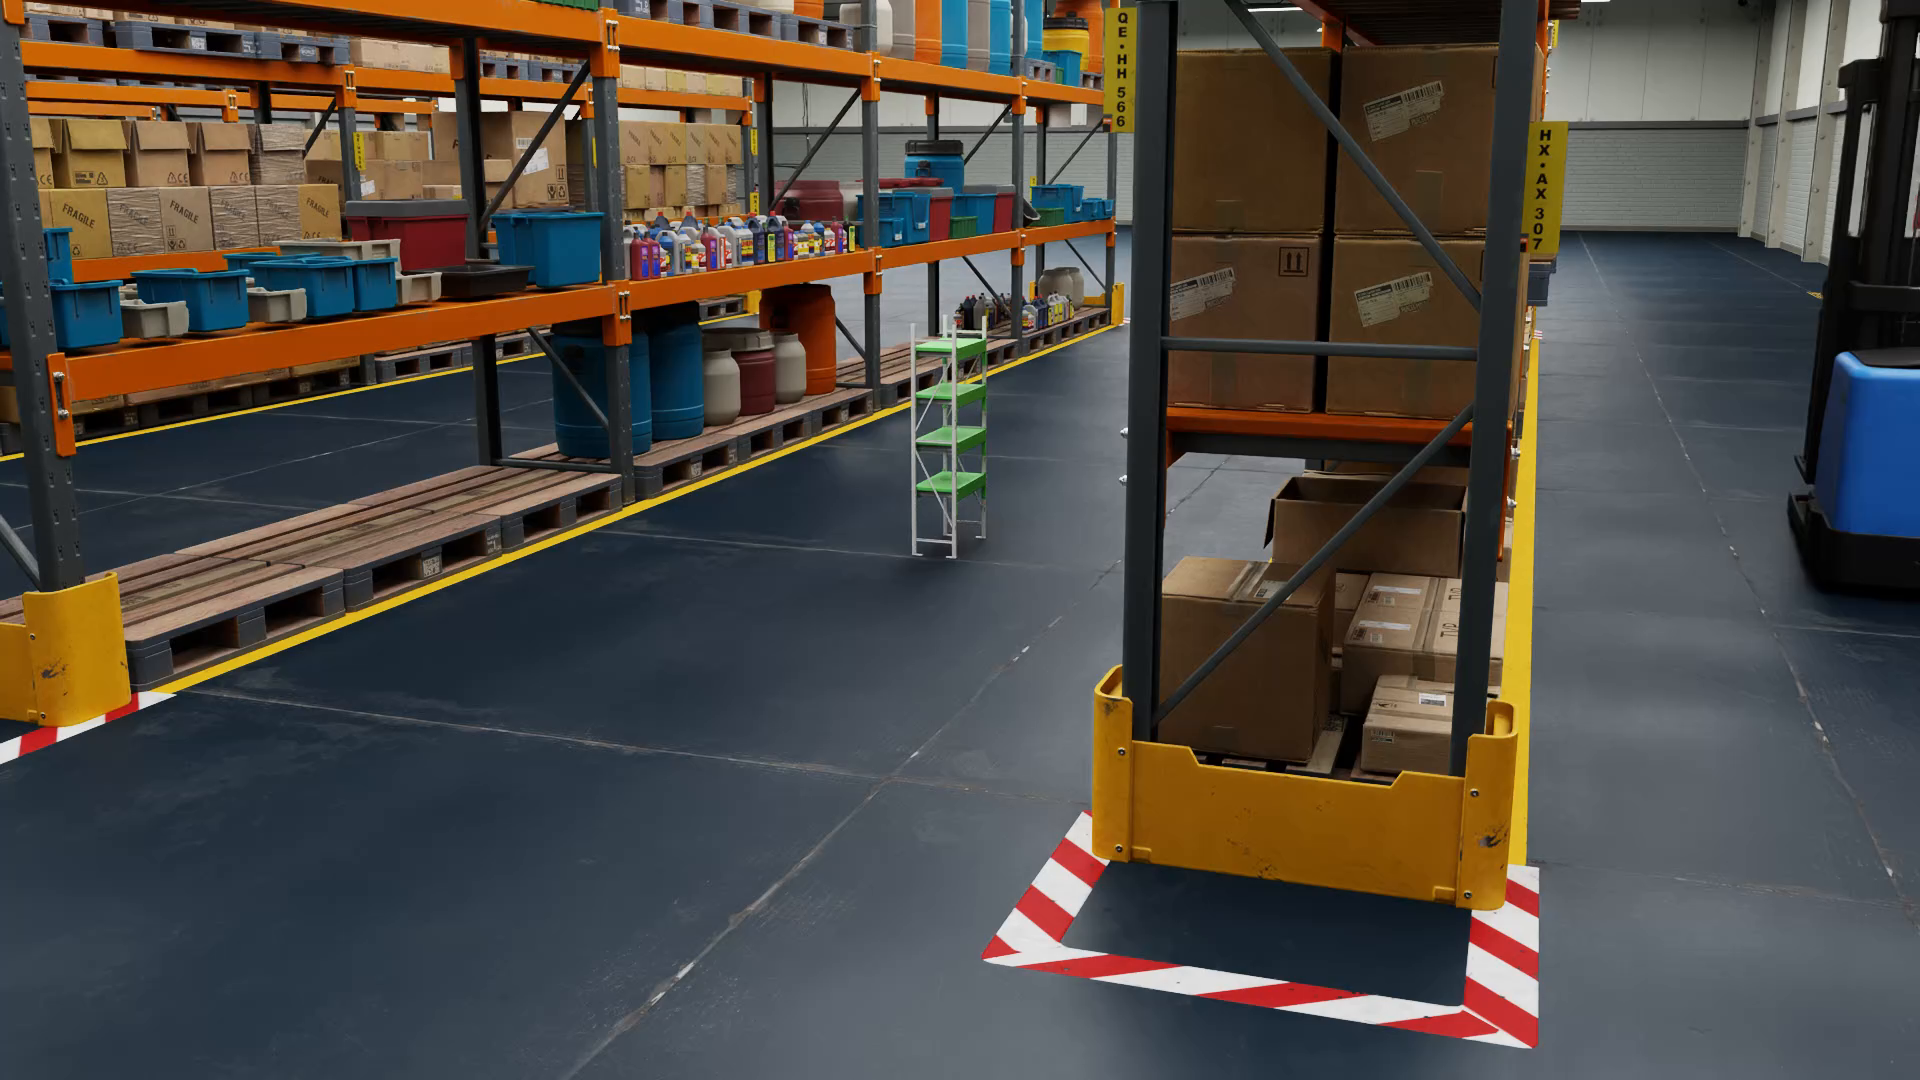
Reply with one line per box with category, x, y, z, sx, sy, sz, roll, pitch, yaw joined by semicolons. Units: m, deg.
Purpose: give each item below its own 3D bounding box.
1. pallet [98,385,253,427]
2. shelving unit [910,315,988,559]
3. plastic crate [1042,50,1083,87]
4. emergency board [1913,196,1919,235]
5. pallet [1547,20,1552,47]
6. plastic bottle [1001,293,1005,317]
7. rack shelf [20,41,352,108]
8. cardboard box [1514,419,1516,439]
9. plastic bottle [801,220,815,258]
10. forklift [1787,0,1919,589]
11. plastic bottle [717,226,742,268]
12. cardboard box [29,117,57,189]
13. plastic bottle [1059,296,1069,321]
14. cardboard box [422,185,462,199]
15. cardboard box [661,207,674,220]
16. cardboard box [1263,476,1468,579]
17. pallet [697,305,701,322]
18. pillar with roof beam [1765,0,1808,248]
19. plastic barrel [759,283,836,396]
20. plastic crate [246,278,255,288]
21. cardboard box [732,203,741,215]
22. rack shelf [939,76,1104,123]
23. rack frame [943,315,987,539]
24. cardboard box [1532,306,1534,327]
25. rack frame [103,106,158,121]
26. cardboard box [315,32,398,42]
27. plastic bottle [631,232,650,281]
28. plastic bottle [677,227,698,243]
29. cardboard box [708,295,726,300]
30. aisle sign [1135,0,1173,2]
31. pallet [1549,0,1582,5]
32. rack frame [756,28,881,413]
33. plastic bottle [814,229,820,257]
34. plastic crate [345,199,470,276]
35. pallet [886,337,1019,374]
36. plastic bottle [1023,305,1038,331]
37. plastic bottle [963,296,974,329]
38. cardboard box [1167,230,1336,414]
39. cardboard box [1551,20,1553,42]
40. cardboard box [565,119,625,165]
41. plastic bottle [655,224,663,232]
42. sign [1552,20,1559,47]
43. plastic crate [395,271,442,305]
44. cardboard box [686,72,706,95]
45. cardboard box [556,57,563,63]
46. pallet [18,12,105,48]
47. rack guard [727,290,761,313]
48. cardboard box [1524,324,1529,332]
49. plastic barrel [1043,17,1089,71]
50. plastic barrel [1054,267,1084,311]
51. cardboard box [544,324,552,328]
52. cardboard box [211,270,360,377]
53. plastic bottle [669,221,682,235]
pallet;-6.549;-1.129;13.460;1.003;0.211;1.213;4;14;18
shelving unit;-0.054;-0.550;8.702;0.258;1.200;0.503;4;14;18
plastic crate;1.116;-5.264;18.607;0.392;0.384;0.575;4;14;18
emergency board;14.192;-5.091;24.552;0.194;1.169;0.643;4;14;18
pallet;3.681;-3.711;12.188;1.213;0.211;1.003;5;14;21
plastic bottle;0.477;-2.717;19.269;0.061;0.283;0.133;5;14;19
rack shelf;-6.474;-3.596;12.876;1.077;0.370;4.000;4;14;18
cardboard box;2.639;-0.429;8.755;0.500;0.500;0.500;4;13;16
plastic bottle;-1.122;-2.216;12.247;0.097;0.271;0.097;0;13;0
forklift;5.117;-1.432;8.675;1.130;2.935;3.031;5;14;22
plastic bottle;-1.549;-1.960;11.112;0.152;0.276;0.135;4;14;18
cardboard box;-6.922;-2.736;11.754;0.797;0.503;0.637;4;13;17
plastic bottle;1.162;-2.650;18.990;0.152;0.276;0.135;4;14;19
cardboard box;-5.067;-3.373;16.419;0.500;0.250;0.500;4;13;17
cardboard box;-3.705;-3.965;20.184;0.380;0.149;0.250;4;14;18
cardboard box;1.649;0.050;6.651;0.797;0.503;0.637;4;14;18
pallet;-3.955;-2.790;20.735;1.003;0.211;1.213;4;14;18
pillar with roof beam;15.107;-11.598;39.579;9.100;9.000;0.400;4;14;18
plastic barrel;-1.282;-1.591;13.151;0.600;0.830;0.708;4;14;18
plastic crate;-3.383;-1.134;7.671;0.298;0.136;0.250;4;14;18
cardboard box;-3.135;-4.392;22.055;0.380;0.149;0.250;4;14;18
rack shelf;0.801;-4.924;18.694;1.077;0.370;4.000;4;14;18
rack frame;0.025;-0.601;8.927;0.240;1.200;0.015;4;14;18
cardboard box;5.286;-2.338;16.042;0.500;0.500;0.500;4;14;18
rack frame;-12.615;-5.303;25.481;1.000;3.000;0.127;4;14;18
cardboard box;-5.431;-4.740;14.927;0.500;0.500;0.500;4;14;19
plastic bottle;-1.912;-1.696;9.940;0.061;0.283;0.133;4;14;18
plastic bottle;-1.768;-1.922;10.946;0.152;0.276;0.135;4;14;18
cardboard box;-3.456;-3.445;22.016;0.500;0.500;0.500;7;15;29
aisle sign;0.645;-1.782;4.211;0.394;0.787;0.004;4;14;18
pallet;2.529;-2.852;8.423;1.213;0.211;1.003;4;14;18
rack frame;-1.140;-2.549;13.413;1.000;3.000;0.127;4;14;18
plastic bottle;-1.091;-2.203;12.344;0.097;0.201;0.097;0;13;0
plastic crate;-2.960;-1.597;8.965;0.402;0.464;0.583;4;14;18
pallet;-0.063;-1.863;16.676;1.003;0.211;1.213;4;14;18
plastic bottle;0.751;-2.383;17.819;0.152;0.276;0.135;5;14;20
plastic bottle;0.090;-2.470;18.034;0.144;0.351;0.185;4;13;17
cardboard box;0.845;-0.669;4.955;0.500;0.500;0.500;5;14;20
cardboard box;5.253;-4.905;15.511;0.500;0.500;0.500;6;14;23
cardboard box;-4.146;-4.505;18.845;0.500;0.500;0.500;4;14;18
plastic bottle;-2.100;-2.060;11.563;0.097;0.271;0.097;0;13;0
sign;6.643;-5.689;18.619;0.100;0.325;0.005;4;14;18
plastic crate;-2.713;-1.219;8.044;0.293;0.136;0.466;4;14;18
cardboard box;-3.486;-5.646;20.582;0.500;0.250;0.500;5;14;20
cardboard box;-4.700;-5.420;18.695;0.380;0.149;0.250;5;14;20
pallet;-6.871;-3.629;11.834;0.805;0.209;1.217;4;13;16
rack guard;-3.263;-3.355;22.563;1.175;0.500;0.348;4;14;18
cardboard box;4.155;-1.529;12.921;0.500;0.311;0.500;4;13;17
plastic barrel;1.200;-5.743;19.300;0.600;0.588;0.600;0;13;0
plastic barrel;1.308;-3.081;20.392;0.421;0.512;0.421;0;13;0
cardboard box;-4.751;-2.615;18.335;0.700;0.500;0.500;3;13;14
cardboard box;-6.069;-1.930;14.535;1.225;0.875;0.875;4;13;16
plastic bottle;-2.034;-2.128;11.850;0.152;0.276;0.135;4;14;18
